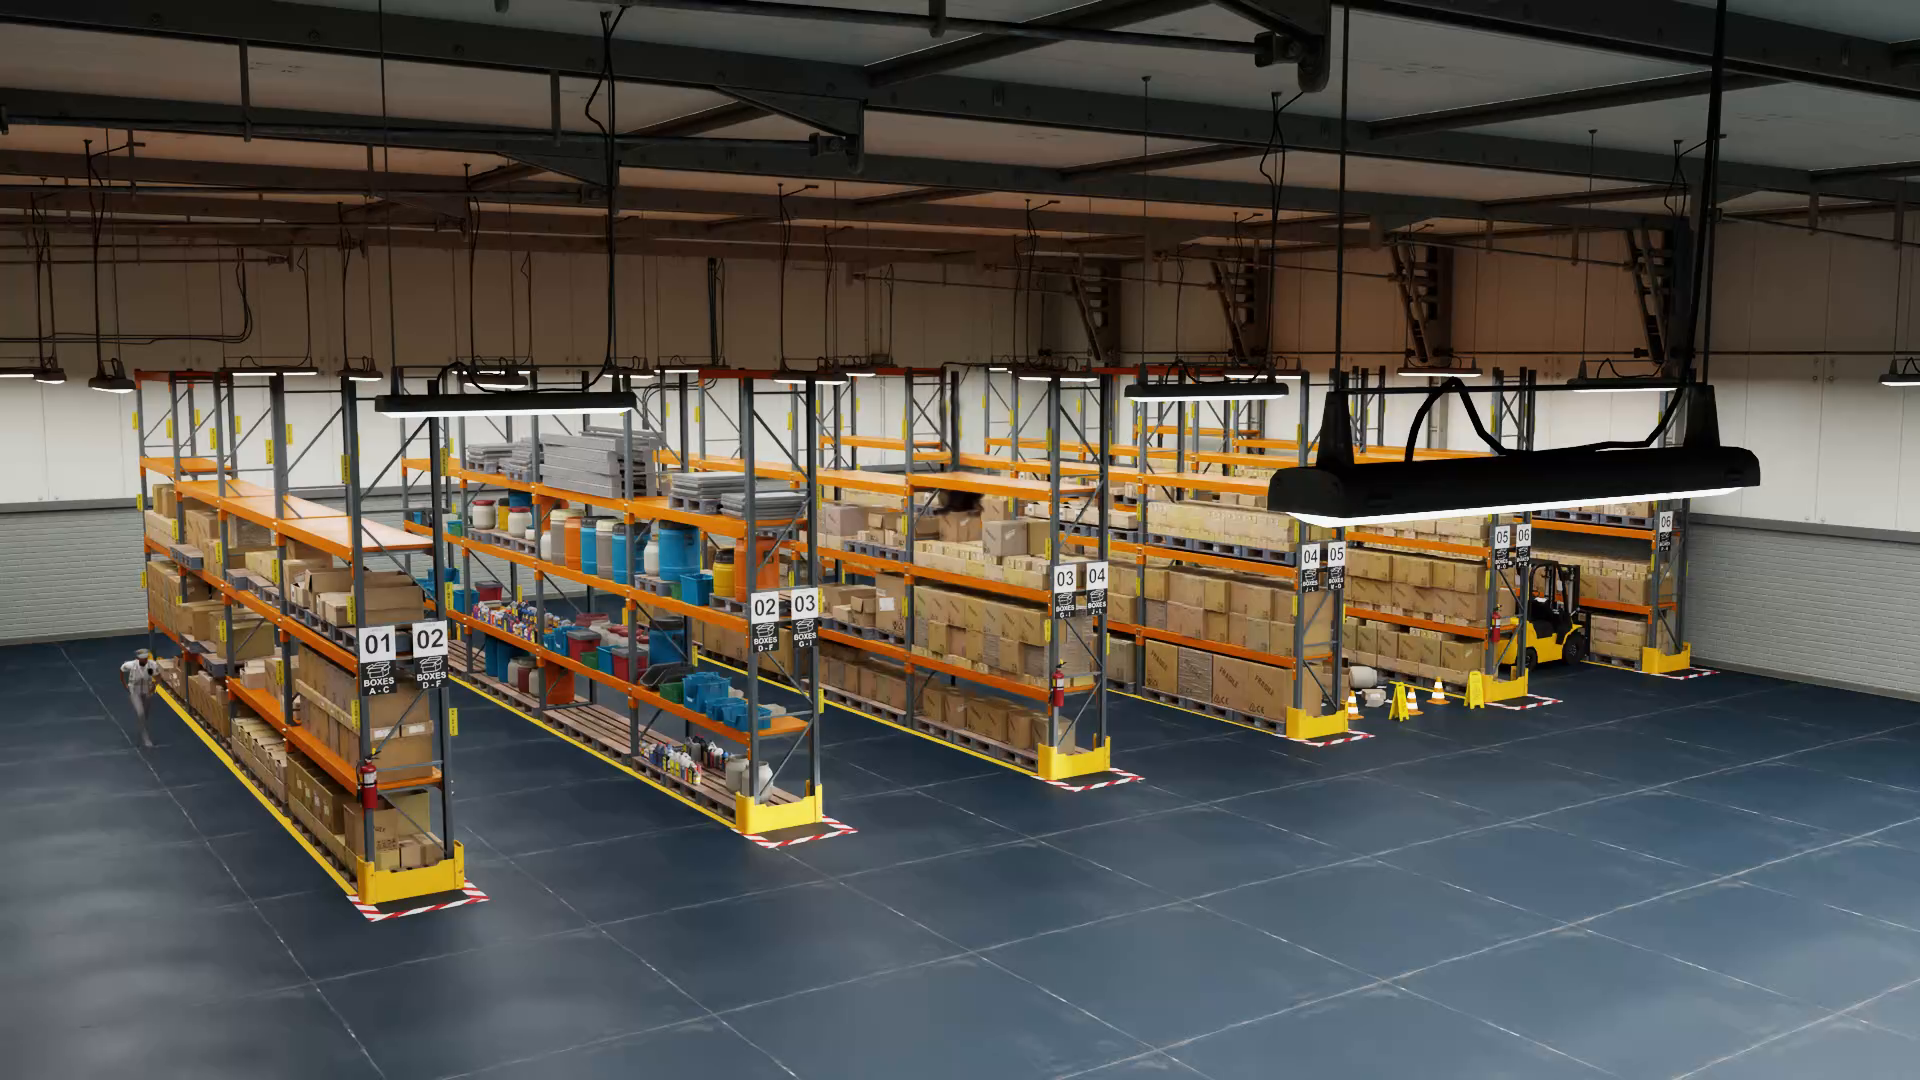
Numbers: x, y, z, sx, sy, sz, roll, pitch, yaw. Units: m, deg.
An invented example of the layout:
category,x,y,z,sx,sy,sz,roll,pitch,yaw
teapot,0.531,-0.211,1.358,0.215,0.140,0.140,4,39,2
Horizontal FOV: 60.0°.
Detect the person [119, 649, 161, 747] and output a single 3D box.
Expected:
category,x,y,z,sx,sy,sz,roll,pitch,yaw
person,-13.331,2.520,27.056,0.612,1.624,0.986,-4,8,-31
